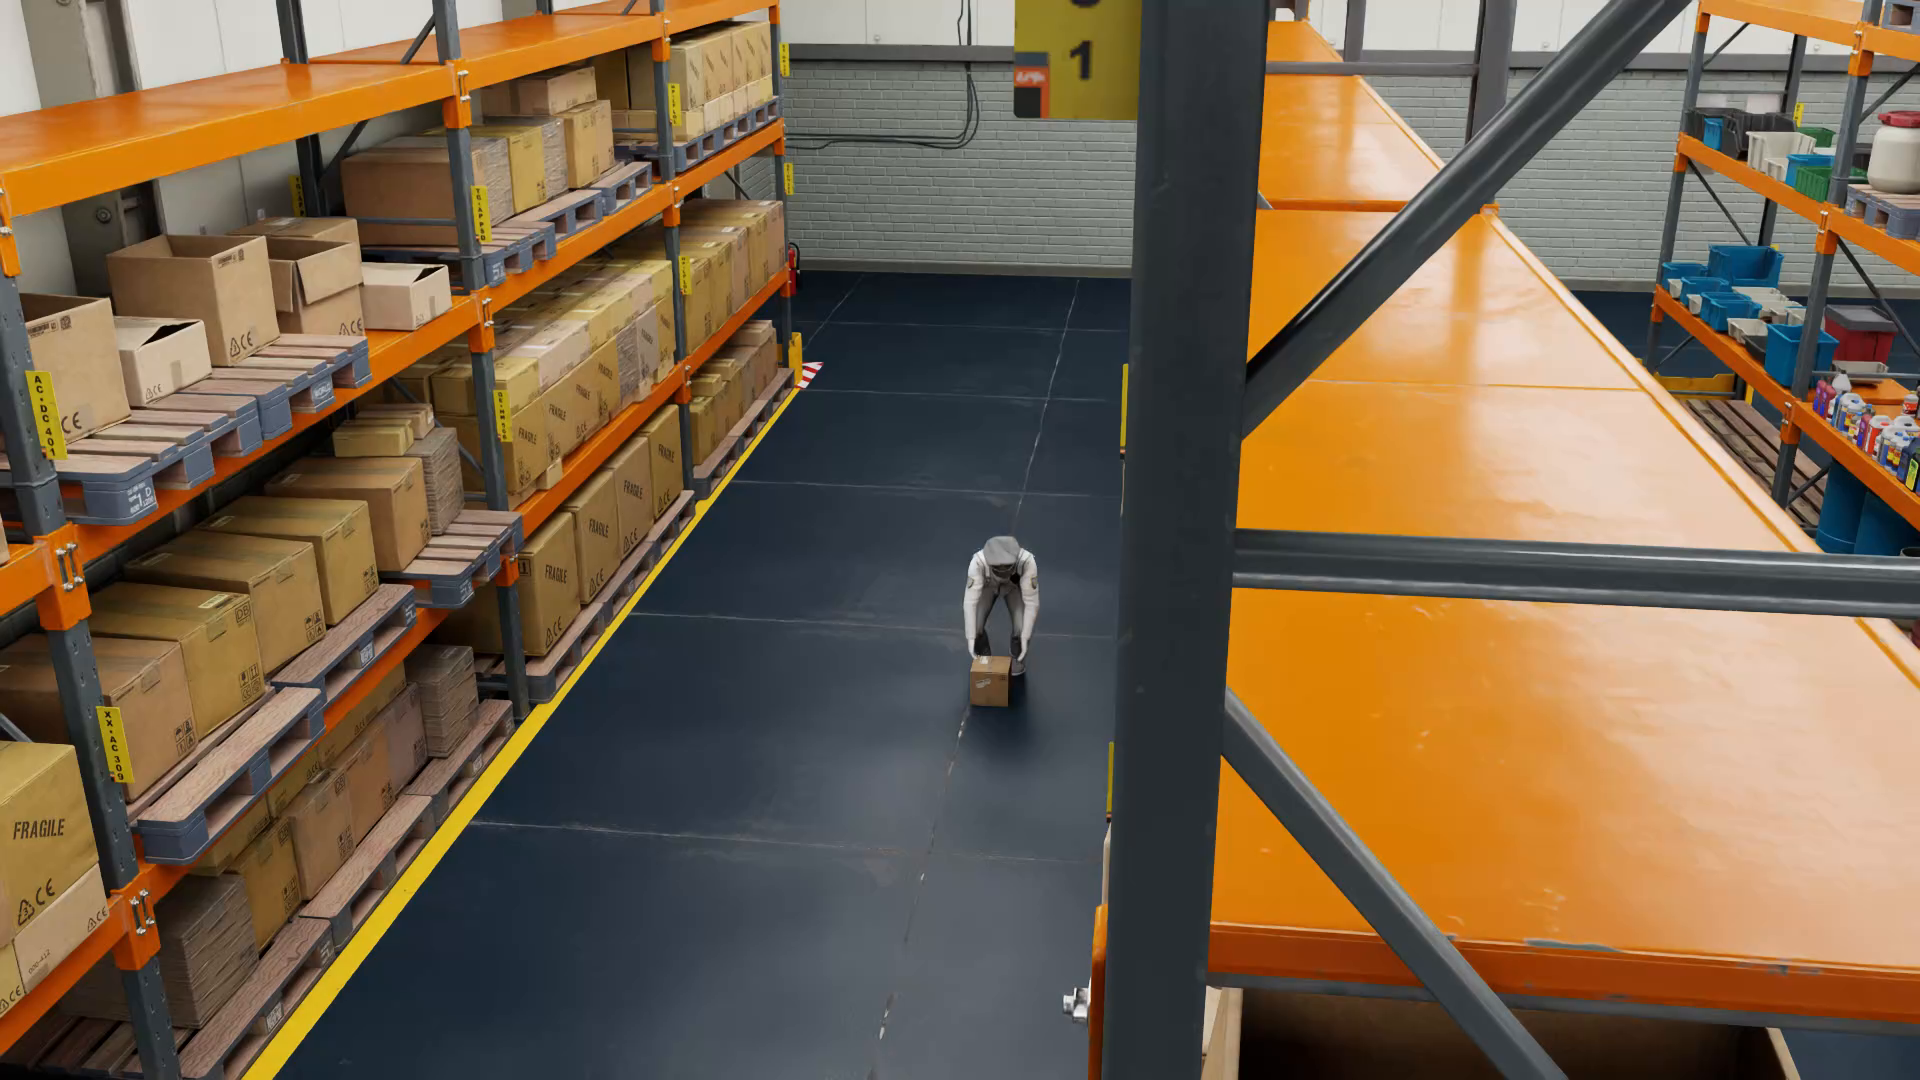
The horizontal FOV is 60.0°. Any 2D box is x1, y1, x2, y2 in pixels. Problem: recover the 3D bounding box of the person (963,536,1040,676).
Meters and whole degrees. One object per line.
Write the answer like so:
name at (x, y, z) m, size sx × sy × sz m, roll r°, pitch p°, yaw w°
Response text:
person at (0.282, 0.412, 11.207) m, size 0.489 × 1.101 × 0.820 m, roll 2°, pitch 21°, yaw 6°
